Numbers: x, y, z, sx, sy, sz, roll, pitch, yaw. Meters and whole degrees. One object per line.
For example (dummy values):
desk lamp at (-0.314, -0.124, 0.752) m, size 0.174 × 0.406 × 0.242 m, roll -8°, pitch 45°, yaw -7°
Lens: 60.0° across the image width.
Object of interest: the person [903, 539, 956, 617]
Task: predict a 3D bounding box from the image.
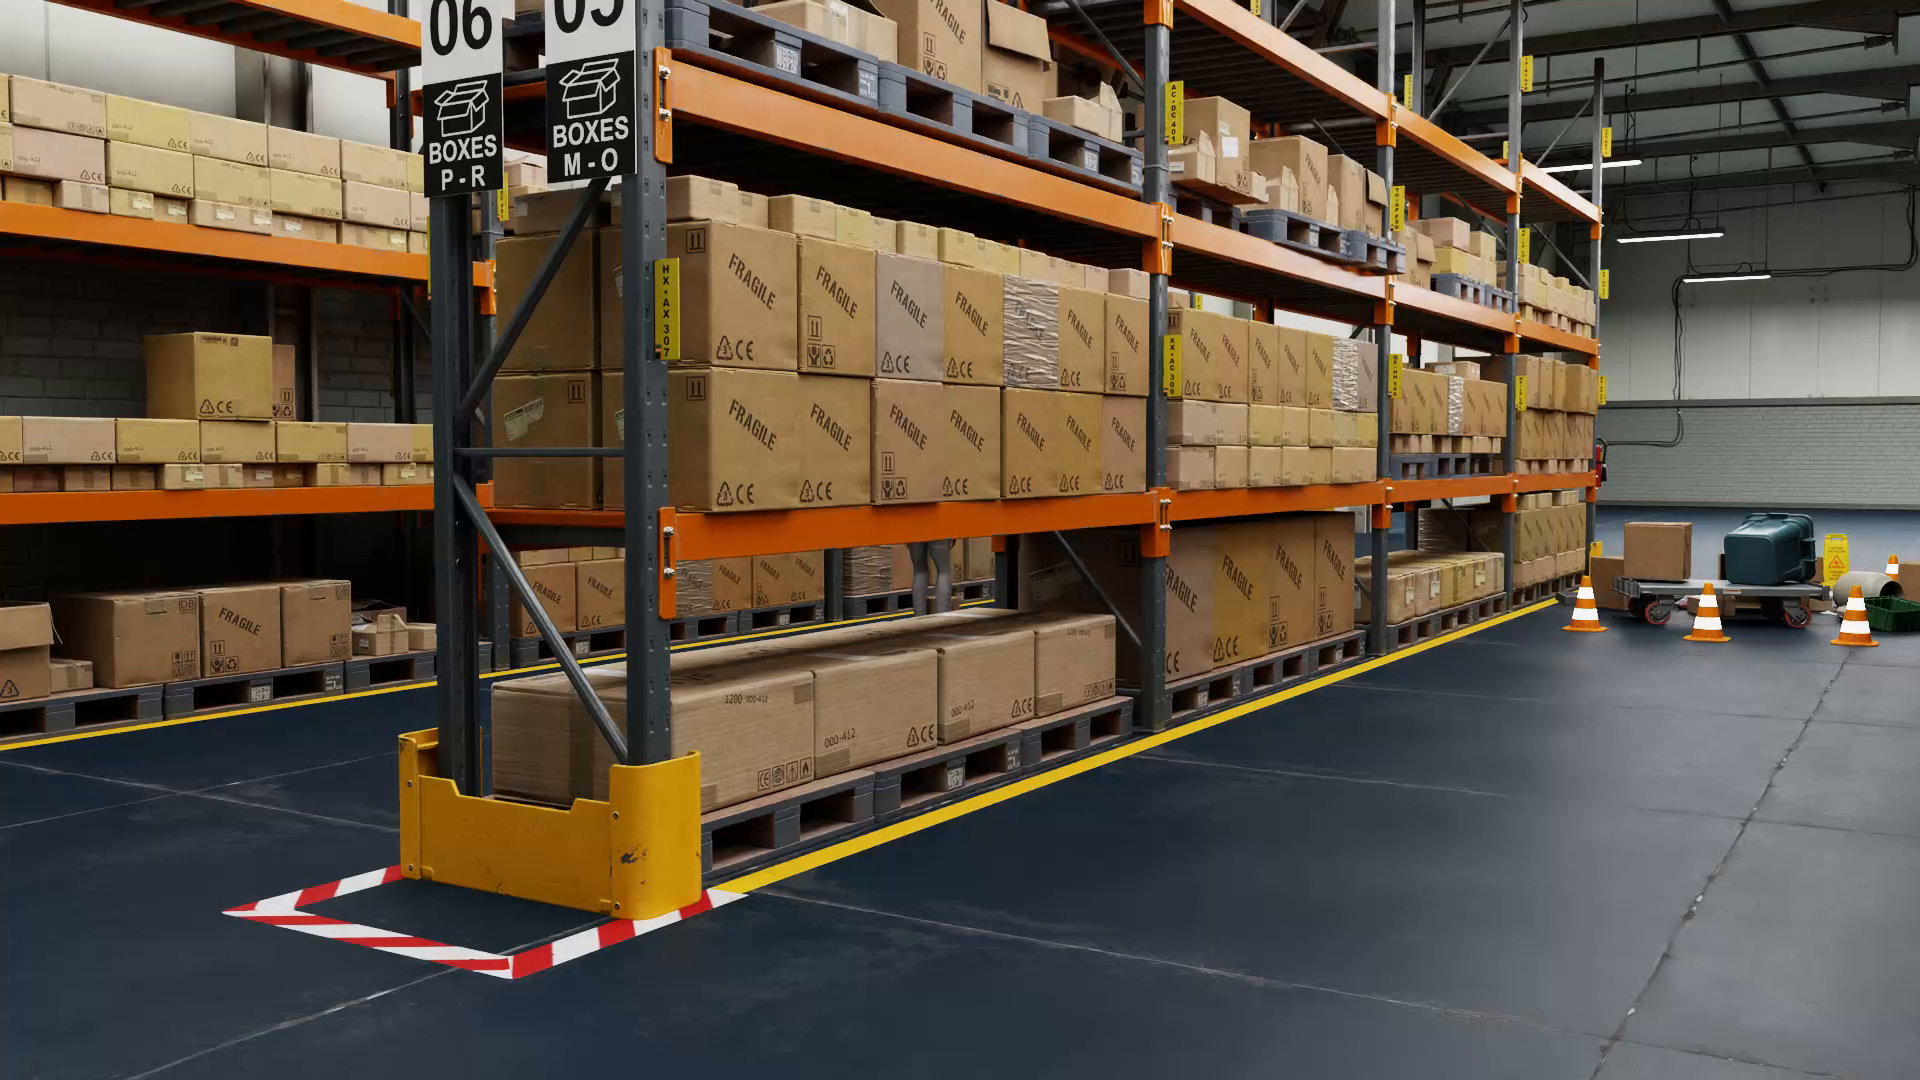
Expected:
person at (-0.254, -0.064, 14.355) m, size 0.525 × 1.658 × 0.427 m, roll 1°, pitch 3°, yaw 23°
